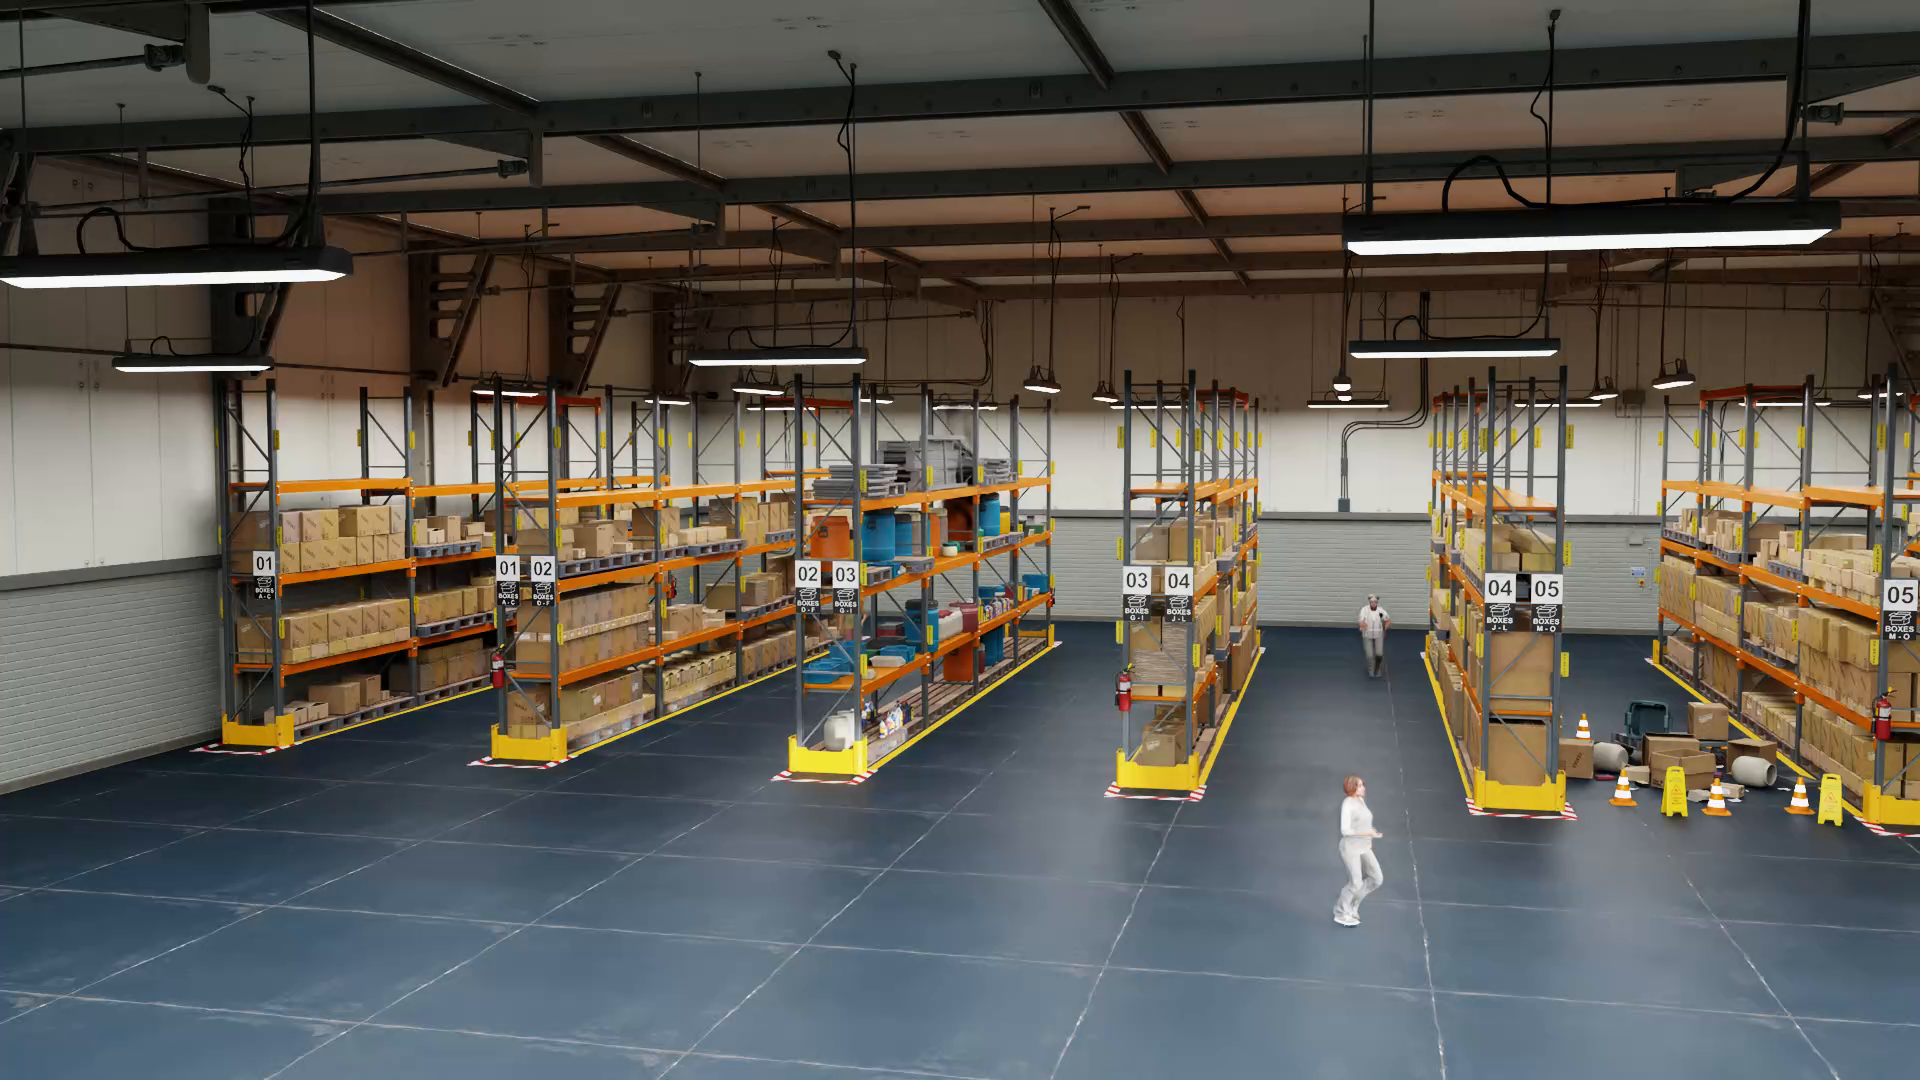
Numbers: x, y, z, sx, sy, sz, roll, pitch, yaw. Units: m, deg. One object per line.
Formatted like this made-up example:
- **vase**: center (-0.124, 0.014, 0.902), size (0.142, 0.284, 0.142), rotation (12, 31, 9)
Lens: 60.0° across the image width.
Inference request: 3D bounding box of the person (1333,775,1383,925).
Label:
- **person**: center (4.097, 3.183, 17.013), size (0.570, 1.560, 0.518), rotation (3, 5, 40)

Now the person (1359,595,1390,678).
- **person**: center (8.685, 2.035, 34.882), size (0.640, 1.760, 0.645), rotation (1, 4, 16)

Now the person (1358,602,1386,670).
- **person**: center (8.974, 2.019, 36.307), size (0.588, 1.625, 0.547), rotation (1, 4, 16)

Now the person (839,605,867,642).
- **person**: center (-2.216, 1.835, 34.488), size (0.575, 1.634, 0.546), rotation (0, 3, 4)
